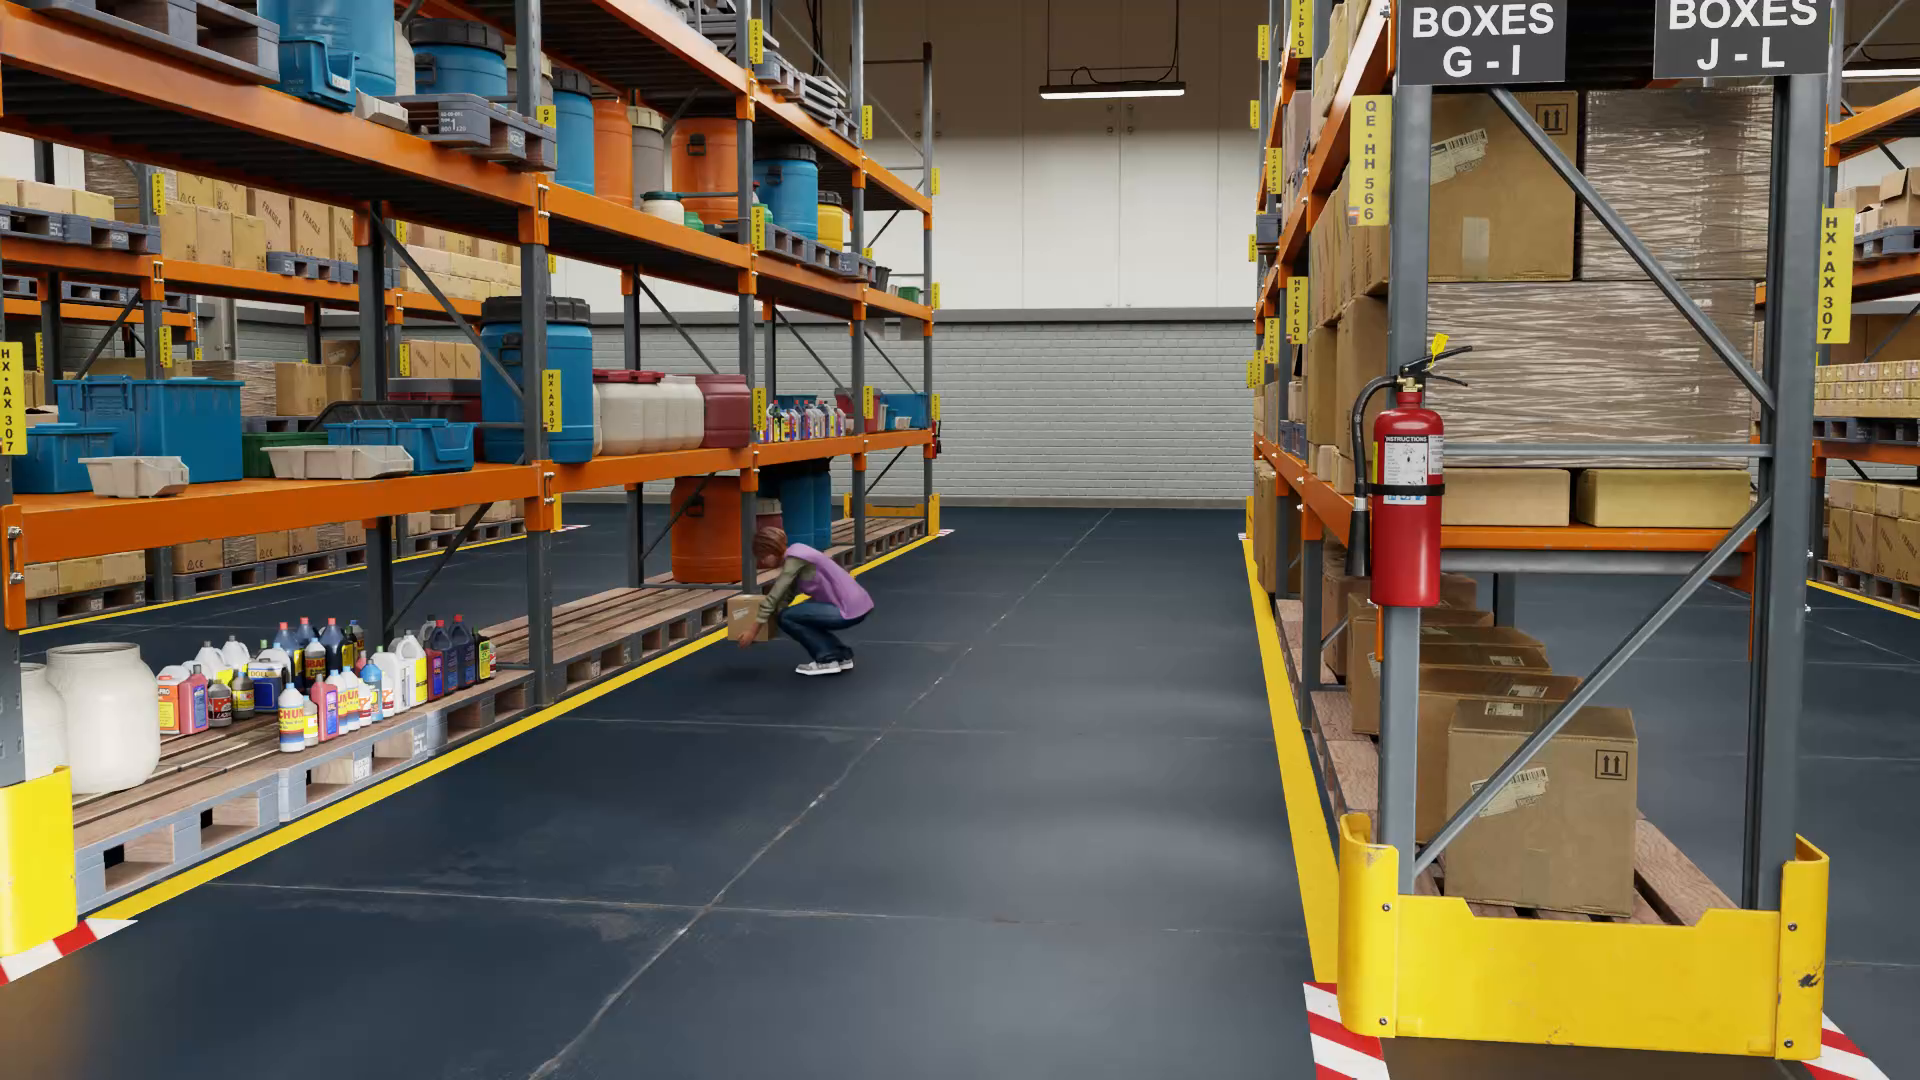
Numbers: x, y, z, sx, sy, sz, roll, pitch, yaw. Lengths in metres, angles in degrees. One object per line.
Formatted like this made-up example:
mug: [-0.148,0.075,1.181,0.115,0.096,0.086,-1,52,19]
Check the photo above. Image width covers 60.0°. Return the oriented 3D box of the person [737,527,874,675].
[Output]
person: [-0.928,0.371,10.060,0.807,0.876,0.467,1,5,9]
